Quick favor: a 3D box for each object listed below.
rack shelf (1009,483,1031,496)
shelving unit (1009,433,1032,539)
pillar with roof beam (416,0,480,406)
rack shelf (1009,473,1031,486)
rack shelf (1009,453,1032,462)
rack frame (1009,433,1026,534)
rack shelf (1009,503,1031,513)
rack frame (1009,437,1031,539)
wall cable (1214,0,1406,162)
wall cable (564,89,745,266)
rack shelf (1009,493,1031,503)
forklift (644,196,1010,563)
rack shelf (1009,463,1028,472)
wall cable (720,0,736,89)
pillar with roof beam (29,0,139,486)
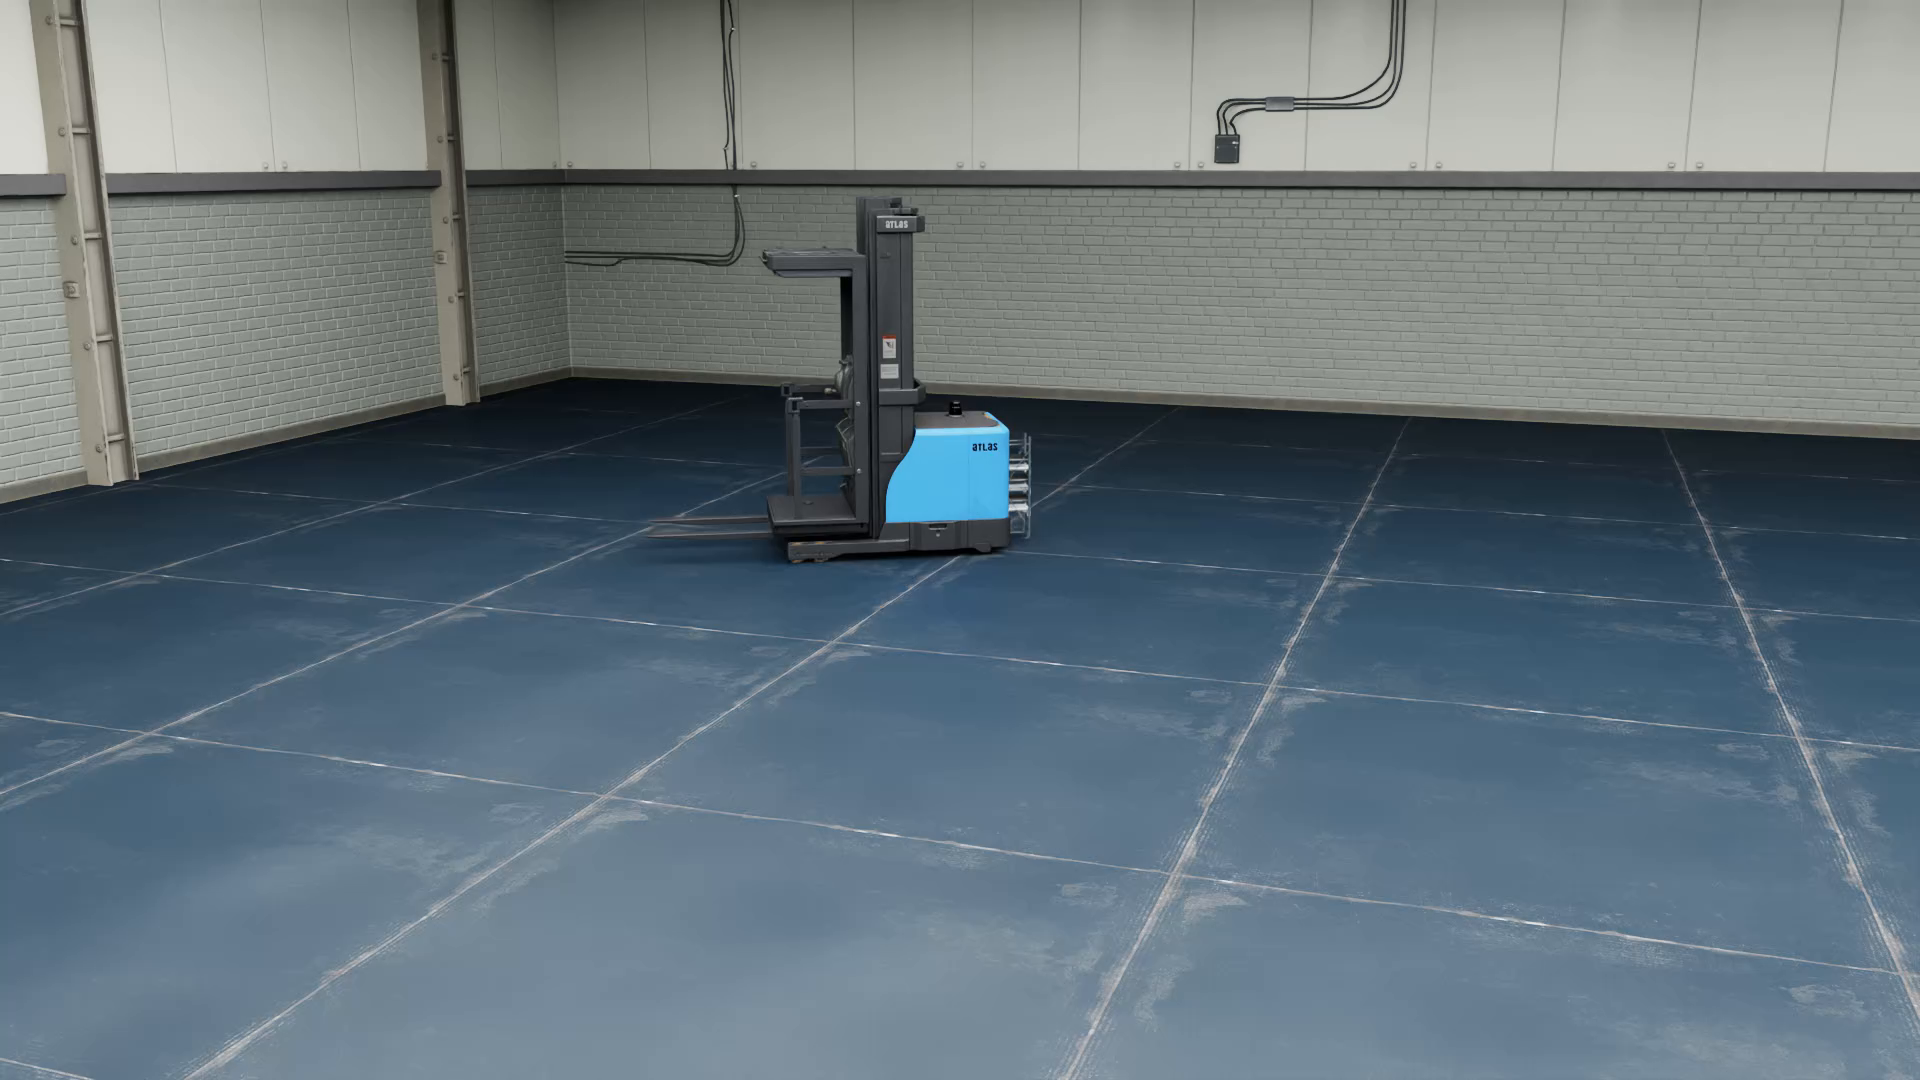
[{"bbox_3d":[0.476,-0.438,14.533,0.258,0.077,0.200,-2,13,-9],"label":"rack shelf"},{"bbox_3d":[0.476,-0.471,14.526,0.258,0.900,0.210,-2,13,-9],"label":"shelving unit"},{"bbox_3d":[-2.709,-5.942,20.300,9.100,9.000,0.400,4,14,18],"label":"pillar with roof beam"},{"bbox_3d":[0.477,-0.526,14.513,0.258,0.077,0.200,-2,13,-9],"label":"rack shelf"},{"bbox_3d":[0.477,-0.701,14.473,0.258,0.077,0.200,-2,13,-9],"label":"rack shelf"},{"bbox_3d":[0.460,-0.493,14.624,0.240,0.900,0.006,-2,13,-9],"label":"rack frame"},{"bbox_3d":[0.476,-0.263,14.573,0.258,0.077,0.200,-2,13,-9],"label":"rack shelf"},{"bbox_3d":[0.493,-0.448,14.428,0.240,0.900,0.006,-2,13,-9],"label":"rack frame"},{"bbox_3d":[4.400,-7.748,20.571,2.305,6.003,0.169,4,14,18],"label":"wall cable"},{"bbox_3d":[-4.578,-5.263,24.304,3.097,2.526,0.112,4,14,18],"label":"wall cable"},{"bbox_3d":[0.476,-0.350,14.553,0.258,0.077,0.200,-2,13,-9],"label":"rack shelf"},{"bbox_3d":[-1.140,-1.367,13.889,3.031,2.935,1.130,-2,13,-9],"label":"forklift"},{"bbox_3d":[0.477,-0.614,14.493,0.258,0.077,0.200,-2,13,-9],"label":"rack shelf"},{"bbox_3d":[-2.018,-7.531,22.889,3.097,2.526,0.112,4,14,18],"label":"wall cable"},{"bbox_3d":[-4.650,-4.679,14.765,9.100,9.000,0.400,4,14,18],"label":"pillar with roof beam"}]
